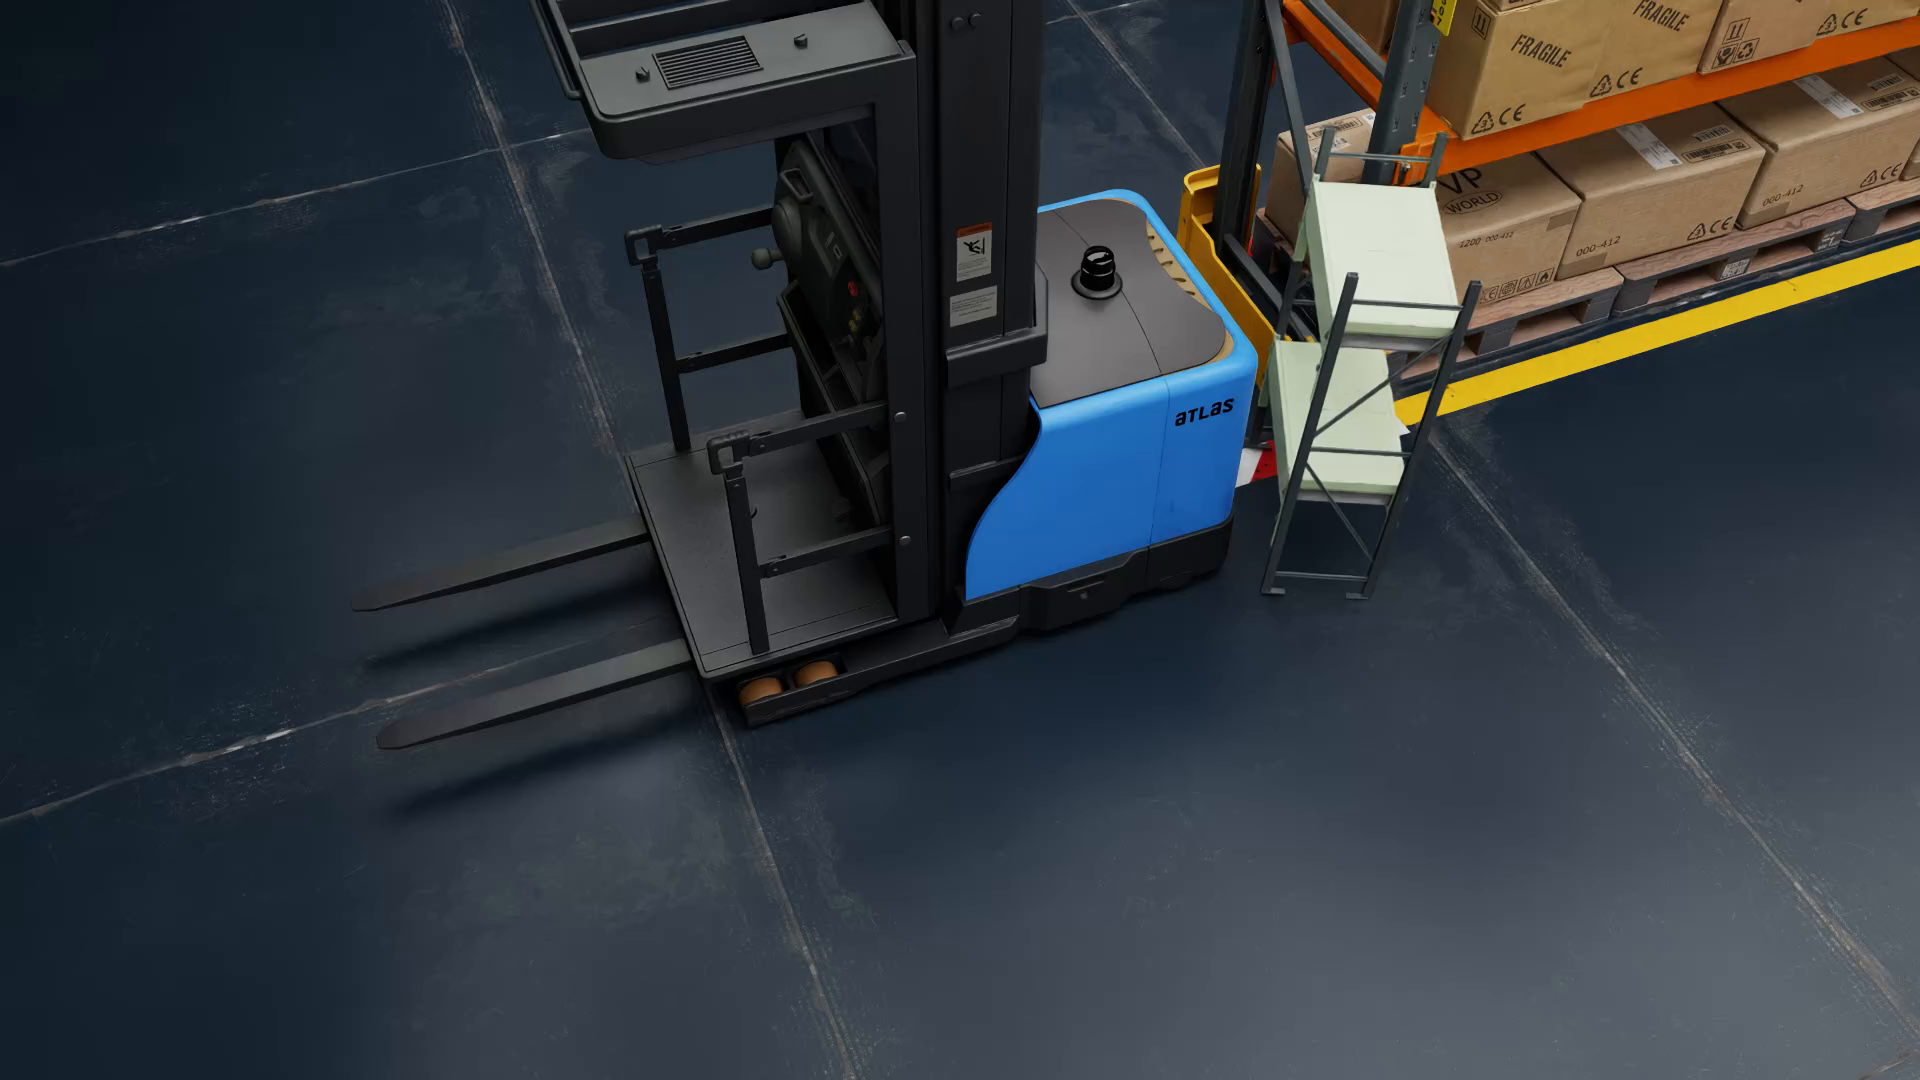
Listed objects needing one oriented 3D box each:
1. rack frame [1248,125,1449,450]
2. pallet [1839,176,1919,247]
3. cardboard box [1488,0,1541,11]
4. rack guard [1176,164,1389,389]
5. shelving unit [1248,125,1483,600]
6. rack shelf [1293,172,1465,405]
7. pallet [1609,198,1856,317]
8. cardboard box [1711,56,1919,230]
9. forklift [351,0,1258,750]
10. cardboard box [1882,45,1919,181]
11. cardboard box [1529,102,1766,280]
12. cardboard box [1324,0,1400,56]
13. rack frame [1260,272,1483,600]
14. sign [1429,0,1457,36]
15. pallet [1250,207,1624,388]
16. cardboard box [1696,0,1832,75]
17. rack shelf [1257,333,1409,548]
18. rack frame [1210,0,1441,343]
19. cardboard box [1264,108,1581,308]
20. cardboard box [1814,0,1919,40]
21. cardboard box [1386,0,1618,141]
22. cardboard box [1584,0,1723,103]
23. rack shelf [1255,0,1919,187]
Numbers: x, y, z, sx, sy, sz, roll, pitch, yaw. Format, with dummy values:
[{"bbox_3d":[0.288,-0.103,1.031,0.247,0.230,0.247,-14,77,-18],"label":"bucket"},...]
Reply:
[{"bbox_3d":[1.361,-0.843,5.975,0.400,1.500,0.023,4,49,0],"label":"rack frame"},{"bbox_3d":[4.276,-1.881,7.727,1.213,0.211,1.003,-17,52,-14],"label":"pallet"},{"bbox_3d":[1.859,-2.102,5.353,0.500,0.500,0.500,-18,52,-15],"label":"cardboard box"},{"bbox_3d":[1.285,-0.984,6.766,0.348,0.500,1.175,-17,52,-14],"label":"rack guard"},{"bbox_3d":[1.341,-0.566,5.737,0.431,1.500,0.755,4,49,0],"label":"shelving unit"},{"bbox_3d":[1.355,-0.819,5.440,0.431,0.370,0.720,4,49,0],"label":"rack shelf"},{"bbox_3d":[3.145,-1.529,7.424,1.213,0.211,1.003,-17,52,-14],"label":"pallet"},{"bbox_3d":[3.559,-1.893,7.311,0.875,0.438,0.875,-19,52,-15],"label":"cardboard box"},{"bbox_3d":[-0.587,-0.784,4.991,3.031,2.935,1.130,-16,51,-14],"label":"forklift"},{"bbox_3d":[4.388,-2.150,7.532,0.875,0.438,0.875,-18,52,-15],"label":"cardboard box"},{"bbox_3d":[2.724,-1.636,7.090,0.875,0.438,0.875,-16,51,-13],"label":"cardboard box"},{"bbox_3d":[1.653,-2.162,6.064,0.500,0.500,0.500,-17,51,-14],"label":"cardboard box"},{"bbox_3d":[1.322,-0.289,5.499,0.400,1.500,0.023,4,49,0],"label":"rack frame"},{"bbox_3d":[1.511,-1.722,5.129,0.005,0.325,0.100,-17,52,-14],"label":"sign"},{"bbox_3d":[2.017,-1.181,7.126,1.213,0.211,1.003,-17,52,-14],"label":"pallet"},{"bbox_3d":[2.795,-2.072,5.986,0.500,0.500,0.500,-17,52,-14],"label":"cardboard box"},{"bbox_3d":[1.330,-0.354,5.984,0.431,0.370,0.720,4,49,0],"label":"rack shelf"},{"bbox_3d":[1.307,-1.806,5.823,0.127,3.000,1.000,-17,52,-14],"label":"rack frame"},{"bbox_3d":[1.880,-1.367,6.859,0.875,0.438,0.875,-19,52,-15],"label":"cardboard box"},{"bbox_3d":[3.253,-2.228,6.120,0.500,0.500,0.500,-16,51,-13],"label":"cardboard box"},{"bbox_3d":[1.860,-1.774,5.731,0.500,0.500,0.500,-18,52,-15],"label":"cardboard box"},{"bbox_3d":[2.317,-1.939,5.872,0.500,0.500,0.500,-18,52,-15],"label":"cardboard box"},{"bbox_3d":[3.158,-2.145,6.589,4.000,0.370,1.077,-17,52,-14],"label":"rack shelf"}]
